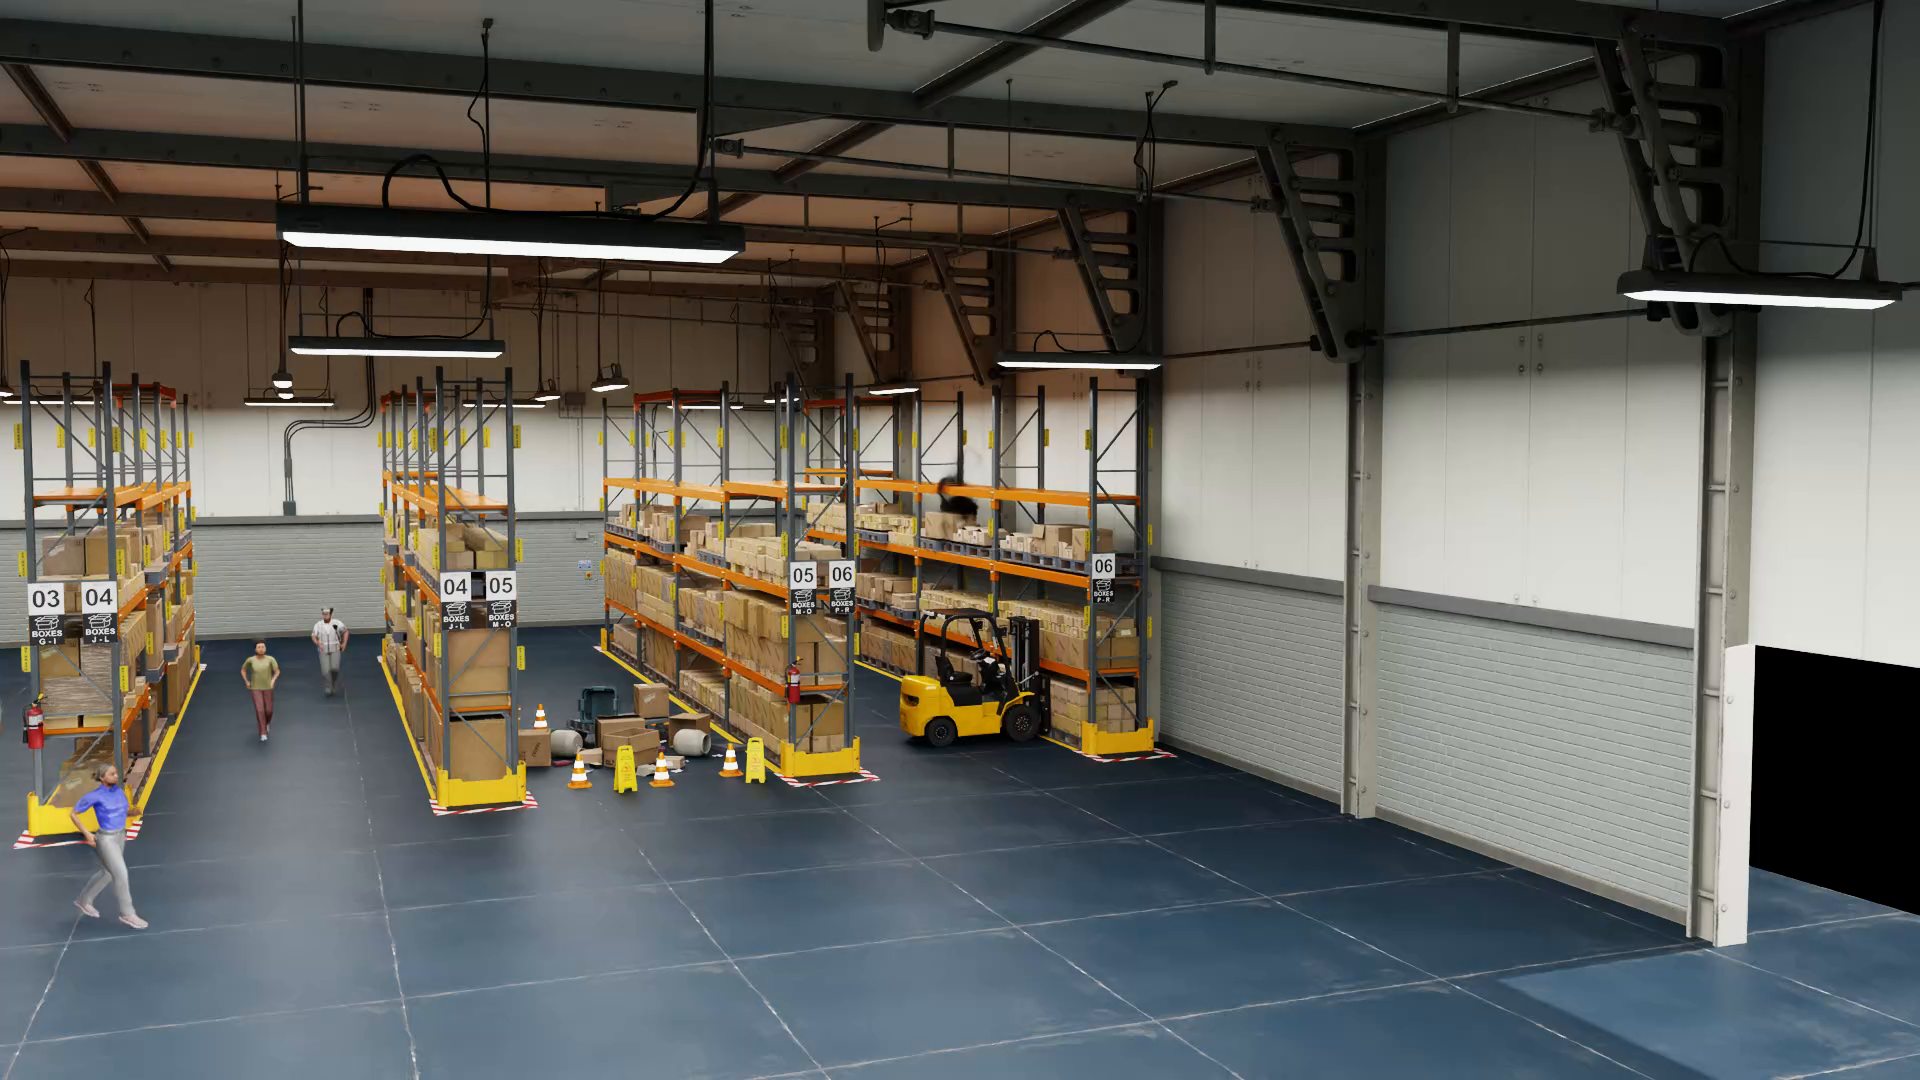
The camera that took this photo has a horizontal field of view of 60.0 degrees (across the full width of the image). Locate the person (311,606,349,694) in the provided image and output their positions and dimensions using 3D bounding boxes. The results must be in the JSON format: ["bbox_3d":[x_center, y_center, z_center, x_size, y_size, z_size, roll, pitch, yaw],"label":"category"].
[{"bbox_3d":[-12.358,2.169,32.602,0.675,1.740,0.612,-1,4,-16],"label":"person"}]

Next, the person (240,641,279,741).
[{"bbox_3d":[-11.708,2.501,27.837,0.600,1.647,0.727,-2,4,-28],"label":"person"}]

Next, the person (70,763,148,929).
[{"bbox_3d":[-8.758,3.129,17.101,0.885,1.682,0.562,0,3,6],"label":"person"}]
